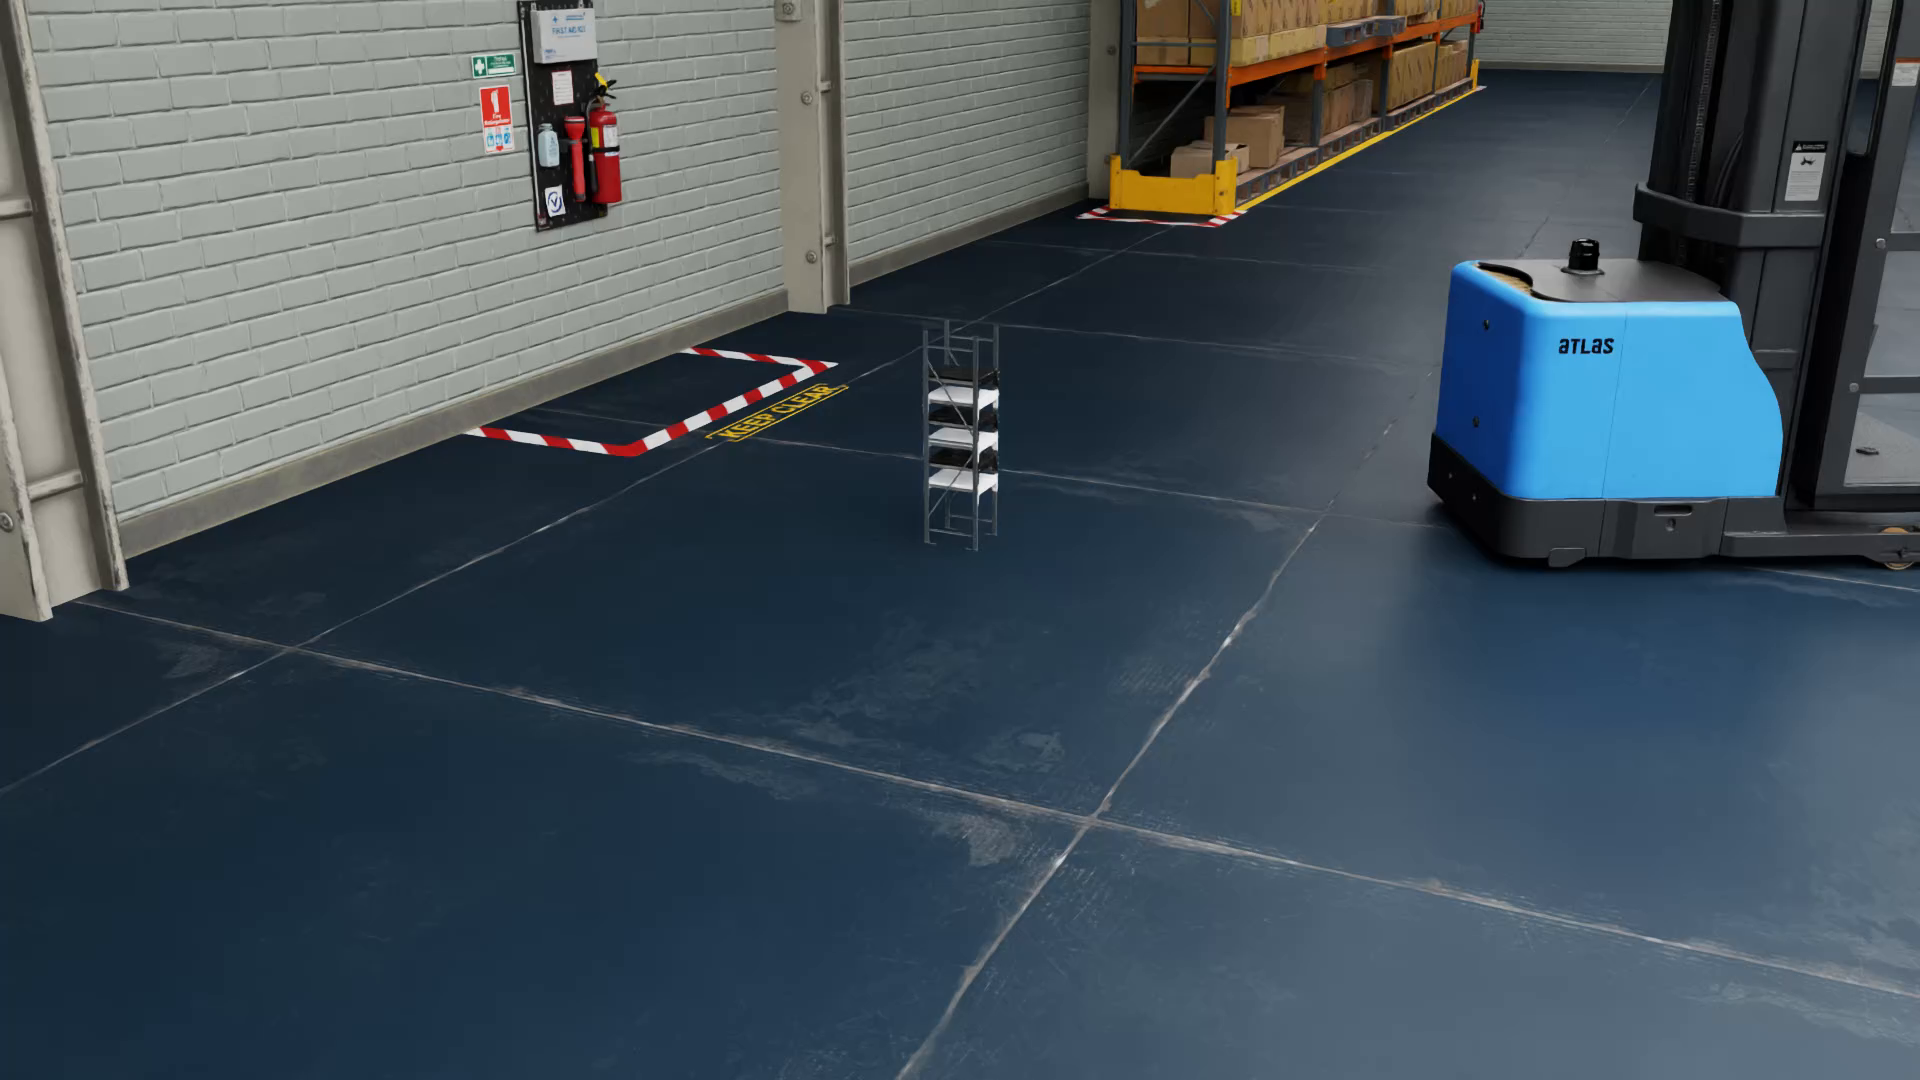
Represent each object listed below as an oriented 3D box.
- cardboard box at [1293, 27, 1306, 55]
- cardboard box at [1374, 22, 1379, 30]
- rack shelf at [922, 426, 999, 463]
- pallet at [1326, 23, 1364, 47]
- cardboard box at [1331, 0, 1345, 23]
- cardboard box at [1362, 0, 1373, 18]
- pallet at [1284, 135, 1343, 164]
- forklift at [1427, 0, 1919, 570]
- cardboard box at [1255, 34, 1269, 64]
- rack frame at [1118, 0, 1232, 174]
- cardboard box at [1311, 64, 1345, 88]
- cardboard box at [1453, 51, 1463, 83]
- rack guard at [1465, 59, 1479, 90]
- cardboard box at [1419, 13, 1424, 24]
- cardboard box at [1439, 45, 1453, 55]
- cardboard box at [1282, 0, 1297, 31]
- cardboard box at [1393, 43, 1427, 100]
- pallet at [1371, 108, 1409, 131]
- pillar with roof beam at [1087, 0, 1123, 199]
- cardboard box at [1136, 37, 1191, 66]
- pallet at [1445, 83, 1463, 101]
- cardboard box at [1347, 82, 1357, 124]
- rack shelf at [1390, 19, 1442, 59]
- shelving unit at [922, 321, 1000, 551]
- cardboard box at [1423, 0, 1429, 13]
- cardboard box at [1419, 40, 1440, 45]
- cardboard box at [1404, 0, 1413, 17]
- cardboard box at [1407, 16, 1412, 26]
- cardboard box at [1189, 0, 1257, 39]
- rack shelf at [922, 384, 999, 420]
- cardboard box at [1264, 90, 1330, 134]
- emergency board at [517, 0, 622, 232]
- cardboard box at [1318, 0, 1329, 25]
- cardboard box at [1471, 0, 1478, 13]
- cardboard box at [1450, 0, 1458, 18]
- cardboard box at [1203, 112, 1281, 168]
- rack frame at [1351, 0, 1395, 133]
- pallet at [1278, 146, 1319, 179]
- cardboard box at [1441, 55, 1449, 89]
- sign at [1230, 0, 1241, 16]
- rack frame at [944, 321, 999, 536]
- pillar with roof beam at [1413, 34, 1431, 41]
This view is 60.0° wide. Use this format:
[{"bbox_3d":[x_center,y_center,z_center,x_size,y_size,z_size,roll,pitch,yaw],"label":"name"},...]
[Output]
[{"bbox_3d":[3.291,-5.196,17.297,0.500,0.250,0.500,8,21,22],"label":"cardboard box"},{"bbox_3d":[5.596,-6.934,22.334,0.380,0.149,0.250,8,21,22],"label":"cardboard box"},{"bbox_3d":[0.003,-0.395,6.836,0.258,0.077,0.200,9,21,23],"label":"rack shelf"},{"bbox_3d":[4.058,-5.874,19.296,1.003,0.211,1.213,9,21,23],"label":"pallet"},{"bbox_3d":[4.087,-6.326,19.474,0.700,0.500,0.500,11,22,28],"label":"cardboard box"},{"bbox_3d":[4.862,-6.908,21.112,0.700,0.500,0.500,6,21,18],"label":"cardboard box"},{"bbox_3d":[3.929,-4.675,19.800,1.003,0.211,1.213,9,21,23],"label":"pallet"},{"bbox_3d":[3.626,-1.440,6.642,3.031,2.935,1.130,-1,20,-3],"label":"forklift"},{"bbox_3d":[2.663,-4.733,15.995,0.500,0.250,0.500,8,21,21],"label":"cardboard box"},{"bbox_3d":[1.974,-4.528,15.225,1.000,3.000,0.127,9,21,23],"label":"rack frame"},{"bbox_3d":[4.506,-5.806,20.772,0.500,0.250,0.500,8,21,22],"label":"cardboard box"},{"bbox_3d":[8.126,-8.059,28.256,0.700,0.500,0.500,8,21,23],"label":"cardboard box"},{"bbox_3d":[8.536,-8.249,29.417,1.175,0.500,0.348,9,21,23],"label":"rack guard"},{"bbox_3d":[6.563,-7.637,24.313,0.380,0.149,0.250,9,21,23],"label":"cardboard box"},{"bbox_3d":[7.808,-7.976,27.055,0.380,0.149,0.250,8,21,21],"label":"cardboard box"},{"bbox_3d":[3.073,-5.391,16.726,0.500,0.500,0.500,9,22,24],"label":"cardboard box"},{"bbox_3d":[6.379,-6.893,24.455,0.750,0.750,0.750,9,22,24],"label":"cardboard box"},{"bbox_3d":[5.641,-5.891,23.217,1.003,0.211,1.213,9,21,23],"label":"pallet"},{"bbox_3d":[5.399,-7.097,13.494,9.100,9.000,0.400,9,21,23],"label":"pillar with roof beam"},{"bbox_3d":[1.988,-4.636,15.723,0.500,0.250,0.500,9,21,23],"label":"cardboard box"},{"bbox_3d":[7.769,-7.479,27.683,1.003,0.211,1.213,9,21,23],"label":"pallet"},{"bbox_3d":[4.686,-5.634,21.409,0.700,0.500,0.500,9,21,23],"label":"cardboard box"},{"bbox_3d":[6.069,-7.246,23.941,1.077,0.370,4.000,9,21,23],"label":"rack shelf"},{"bbox_3d":[0.003,-0.426,6.825,0.258,0.900,0.210,9,21,23],"label":"shelving unit"},{"bbox_3d":[6.515,-7.908,24.105,0.500,0.500,0.500,9,21,23],"label":"cardboard box"},{"bbox_3d":[7.992,-8.428,28.326,0.380,0.149,0.250,9,21,23],"label":"cardboard box"},{"bbox_3d":[5.905,-7.443,22.797,0.500,0.500,0.500,9,22,24],"label":"cardboard box"},{"bbox_3d":[6.214,-7.404,23.656,0.380,0.149,0.250,9,21,23],"label":"cardboard box"},{"bbox_3d":[2.444,-4.925,15.415,0.500,0.500,0.500,9,21,23],"label":"cardboard box"},{"bbox_3d":[0.003,-0.565,6.776,0.258,0.077,0.200,9,21,23],"label":"rack shelf"},{"bbox_3d":[4.064,-5.173,20.111,0.700,0.500,0.500,8,21,22],"label":"cardboard box"},{"bbox_3d":[-2.032,-2.276,8.893,0.194,1.169,0.643,9,21,23],"label":"emergency board"},{"bbox_3d":[3.700,-5.856,18.033,0.500,0.500,0.500,8,21,23],"label":"cardboard box"},{"bbox_3d":[8.326,-9.403,28.485,0.980,0.700,0.700,10,22,25],"label":"cardboard box"},{"bbox_3d":[7.429,-8.724,26.575,0.980,0.700,0.700,8,21,21],"label":"cardboard box"},{"bbox_3d":[2.919,-4.148,17.231,0.700,0.500,0.500,7,21,19],"label":"cardboard box"},{"bbox_3d":[5.250,-6.974,22.101,1.000,3.000,0.127,9,21,23],"label":"rack frame"},{"bbox_3d":[3.369,-4.227,18.539,1.003,0.211,1.213,9,21,23],"label":"pallet"},{"bbox_3d":[7.496,-7.584,26.922,0.700,0.500,0.500,8,21,22],"label":"cardboard box"},{"bbox_3d":[2.469,-4.862,14.870,0.100,0.325,0.005,9,21,23],"label":"sign"},{"bbox_3d":[0.045,-0.458,6.912,0.240,0.900,0.006,9,21,23],"label":"rack frame"},{"bbox_3d":[12.770,-12.599,28.966,9.100,9.000,0.400,9,21,23],"label":"pillar with roof beam"}]
